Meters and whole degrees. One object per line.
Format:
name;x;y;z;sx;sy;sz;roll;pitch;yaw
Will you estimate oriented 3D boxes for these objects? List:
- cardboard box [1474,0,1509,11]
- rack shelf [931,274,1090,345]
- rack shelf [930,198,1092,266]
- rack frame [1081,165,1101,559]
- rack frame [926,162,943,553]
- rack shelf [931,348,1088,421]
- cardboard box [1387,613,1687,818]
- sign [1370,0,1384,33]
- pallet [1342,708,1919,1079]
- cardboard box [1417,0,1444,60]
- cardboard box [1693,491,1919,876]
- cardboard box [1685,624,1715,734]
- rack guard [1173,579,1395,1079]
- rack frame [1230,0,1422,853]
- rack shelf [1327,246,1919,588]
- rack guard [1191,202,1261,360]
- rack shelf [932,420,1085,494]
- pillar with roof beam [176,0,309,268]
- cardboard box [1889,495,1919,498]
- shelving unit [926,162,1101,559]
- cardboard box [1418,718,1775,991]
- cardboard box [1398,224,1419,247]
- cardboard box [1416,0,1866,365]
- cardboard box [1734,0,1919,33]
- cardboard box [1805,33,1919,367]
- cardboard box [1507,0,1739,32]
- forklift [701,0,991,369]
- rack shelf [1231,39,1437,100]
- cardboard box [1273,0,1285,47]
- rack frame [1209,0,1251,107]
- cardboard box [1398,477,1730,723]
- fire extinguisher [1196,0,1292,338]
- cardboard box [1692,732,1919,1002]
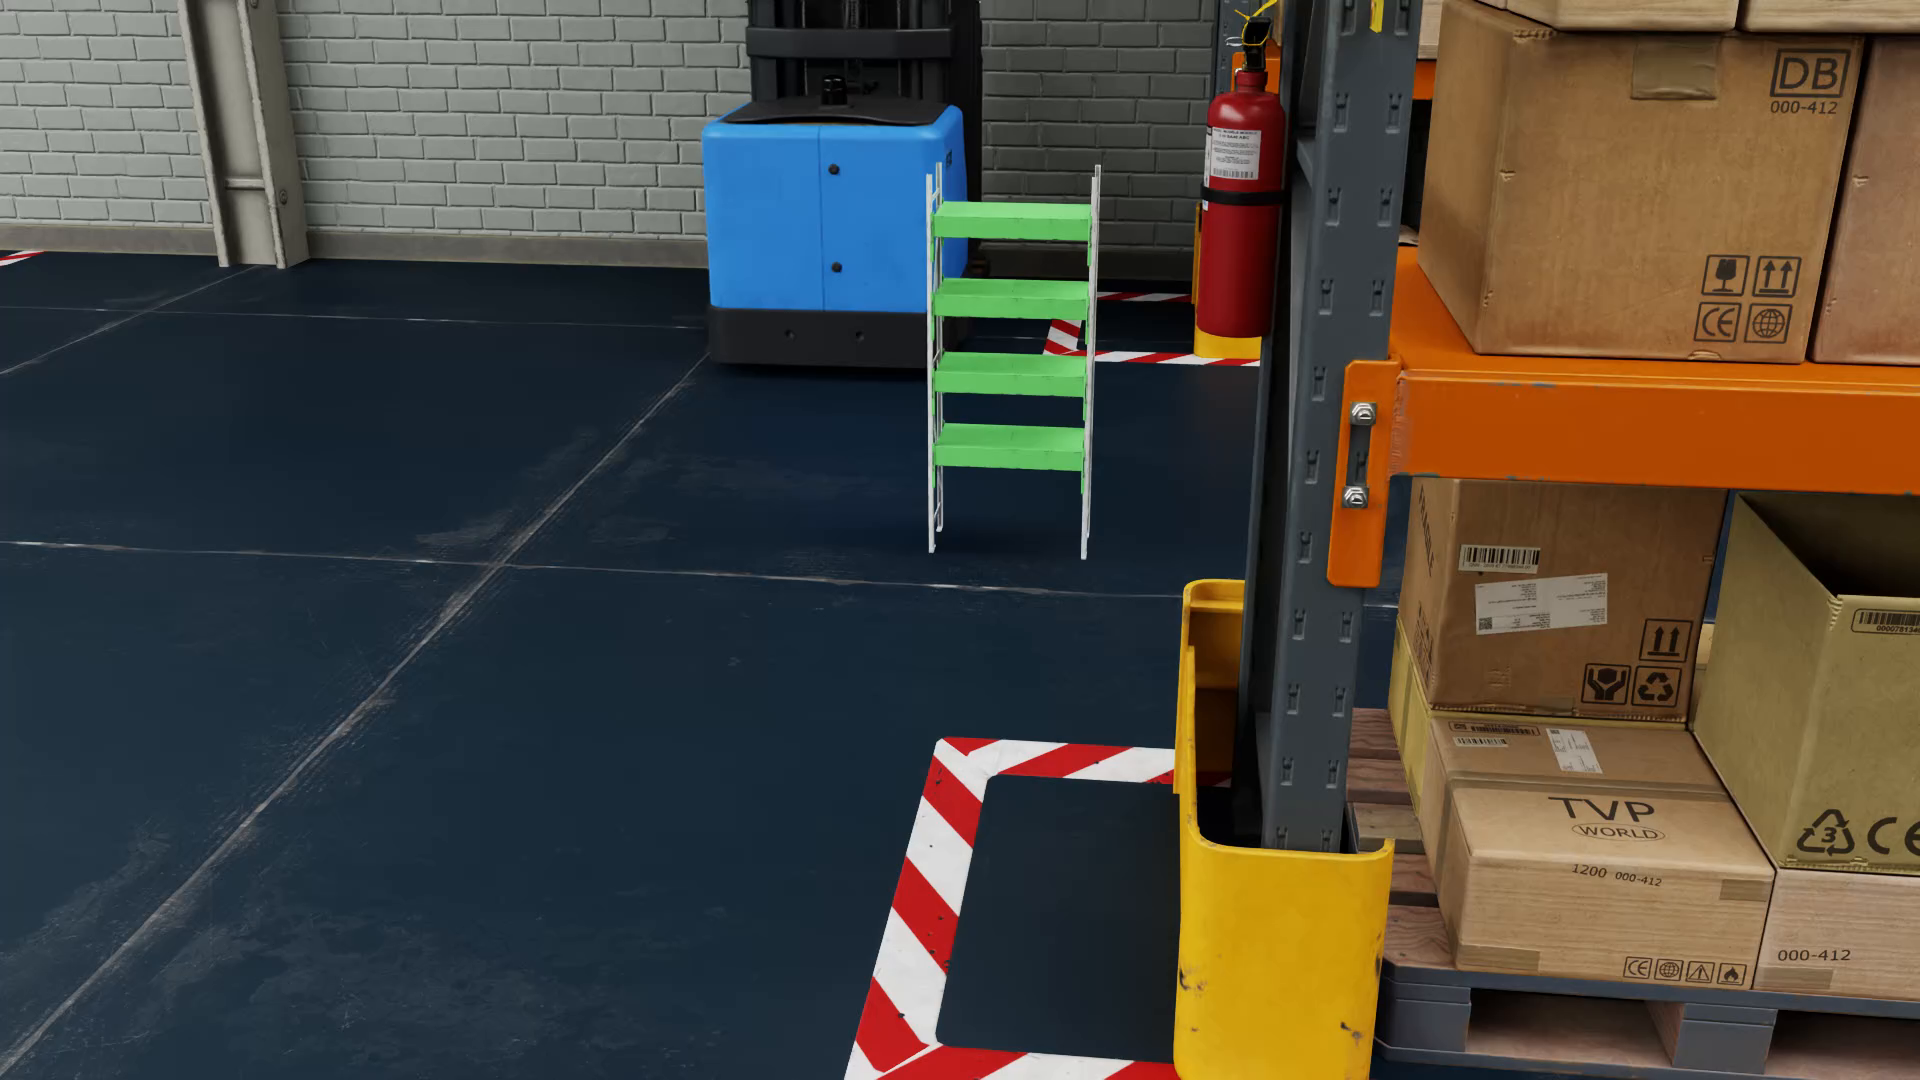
cardboard box;1.048;-1.021;2.925;0.250;0.149;0.380;2;22;5
rack shelf;0.164;-0.715;5.136;0.480;0.148;0.258;2;22;6
rack shelf;0.164;-0.938;5.048;0.480;0.148;0.258;2;22;6
rack frame;0.407;-0.540;5.174;0.015;1.200;0.240;2;22;6
rack frame;-0.078;-0.561;5.228;0.015;1.200;0.240;2;22;6
rack shelf;0.164;-0.491;5.225;0.480;0.148;0.258;2;22;6
cardboard box;1.213;0.379;3.571;0.500;0.250;0.500;2;22;6
sign;0.575;-0.857;2.243;0.005;0.325;0.100;2;22;6
pallet;1.410;0.694;3.396;1.213;0.211;1.003;2;22;6
cardboard box;2.190;-2.214;7.137;0.500;0.250;0.500;2;22;5
cardboard box;1.649;0.240;2.902;0.500;0.500;0.500;2;22;6
cardboard box;1.711;0.396;3.527;0.500;0.250;0.500;2;22;6
rack guard;0.622;0.541;3.391;0.348;0.500;1.175;2;22;6
rack frame;0.646;-0.620;2.929;0.127;3.000;1.000;2;22;6
rack shelf;2.632;-0.199;2.842;4.000;0.370;1.077;2;22;6
rack guard;1.301;-1.263;7.955;0.348;0.500;1.175;2;22;6
rack shelf;0.164;-0.268;5.313;0.480;0.148;0.258;2;22;6
pillar with roof beam;-4.443;-4.192;3.804;0.400;9.000;9.100;2;22;6
cardboard box;2.208;0.067;3.339;0.500;0.500;0.500;2;22;6
shelving unit;0.164;-0.551;5.201;0.503;1.200;0.258;2;22;6
cardboard box;1.152;0.568;3.093;0.500;0.250;0.500;2;22;6
cardboard box;1.902;-1.320;7.758;0.500;0.311;0.500;0;22;0
cardboard box;1.108;-0.642;2.847;0.500;0.500;0.700;3;22;6
cardboard box;1.273;-0.862;2.523;0.250;0.149;0.380;2;22;5
cardboard box;1.630;-0.621;2.794;0.500;0.500;0.700;3;22;8
cardboard box;1.010;-0.873;2.549;0.250;0.149;0.380;2;22;6
forklift;-0.426;-2.595;8.017;1.130;2.935;3.031;2;22;5
rack shelf;3.211;-2.008;7.417;4.000;0.370;1.077;2;22;6
cardboard box;1.712;-2.419;7.656;0.500;0.250;0.500;3;22;7
rack frame;1.225;-2.429;7.504;0.127;3.000;1.000;2;22;6
cardboard box;1.214;0.029;3.435;0.500;0.500;0.500;2;22;6
fire extinguisher;0.583;-0.759;3.385;0.183;0.674;0.296;2;22;6
cardboard box;1.649;0.588;3.041;0.500;0.250;0.500;2;22;6
